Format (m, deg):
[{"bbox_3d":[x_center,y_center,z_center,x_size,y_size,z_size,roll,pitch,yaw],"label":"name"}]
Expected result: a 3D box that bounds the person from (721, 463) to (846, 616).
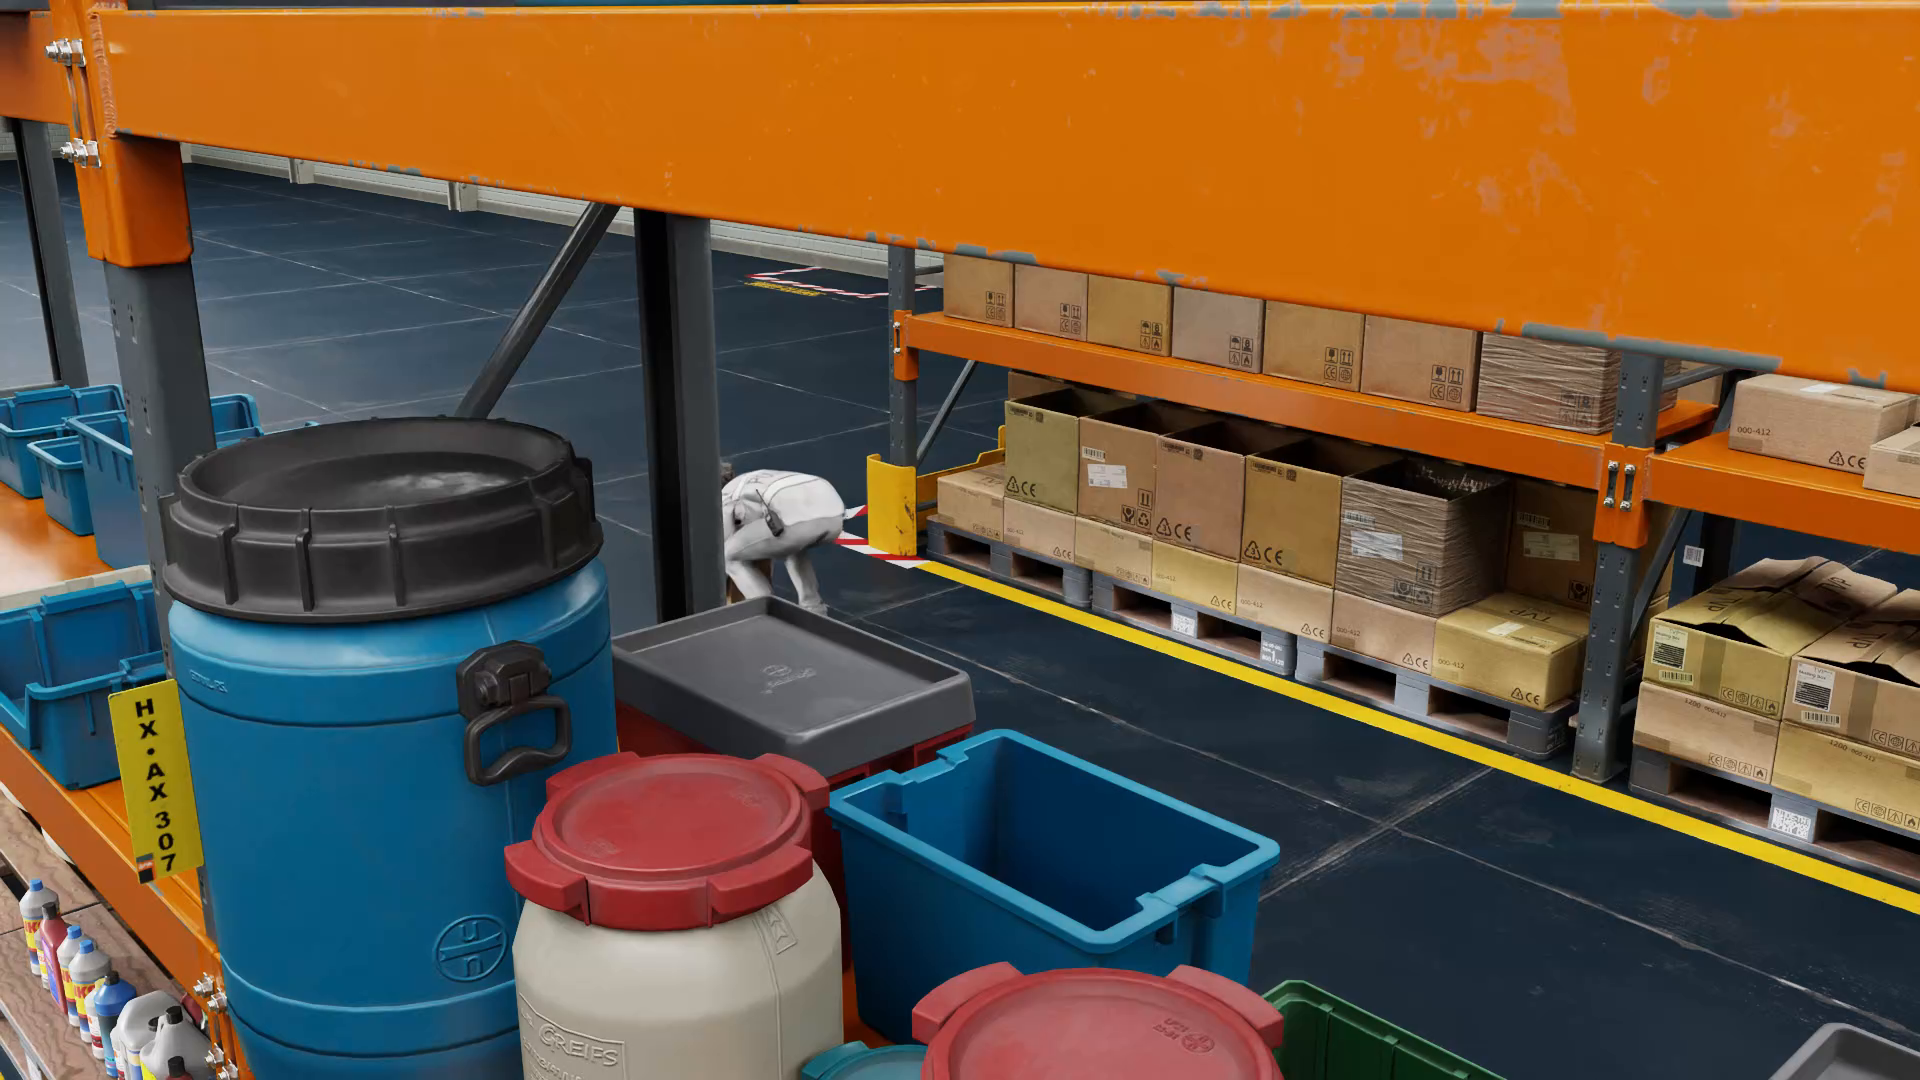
[{"bbox_3d":[-0.937,0.037,7.949,0.911,0.784,0.461,17,24,42],"label":"person"}]
